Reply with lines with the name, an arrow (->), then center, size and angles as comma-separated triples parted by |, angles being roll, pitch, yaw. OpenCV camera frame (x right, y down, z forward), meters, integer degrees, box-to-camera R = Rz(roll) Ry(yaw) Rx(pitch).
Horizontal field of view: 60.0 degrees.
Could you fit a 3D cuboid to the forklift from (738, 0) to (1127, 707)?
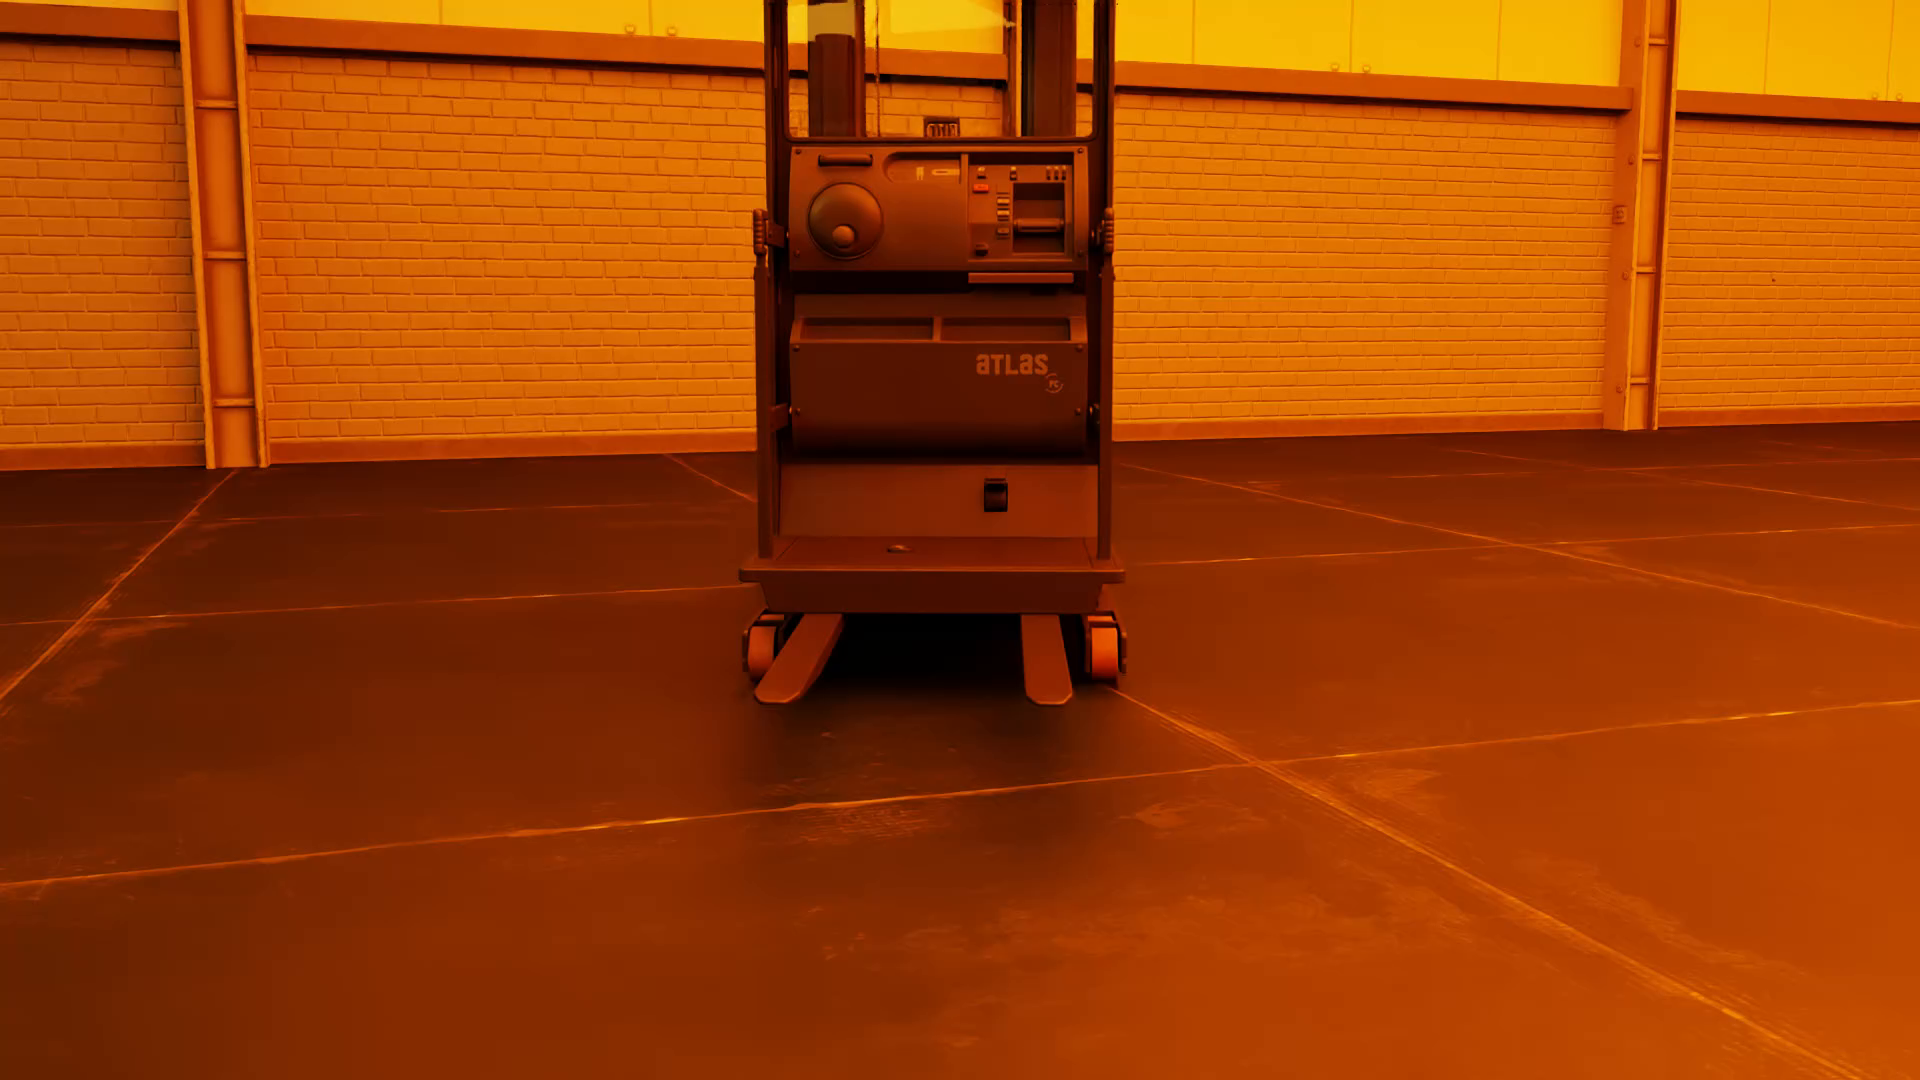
forklift -> -0.069, -1.078, 4.974 | 1.130, 2.935, 3.031 | 0, 8, 1
